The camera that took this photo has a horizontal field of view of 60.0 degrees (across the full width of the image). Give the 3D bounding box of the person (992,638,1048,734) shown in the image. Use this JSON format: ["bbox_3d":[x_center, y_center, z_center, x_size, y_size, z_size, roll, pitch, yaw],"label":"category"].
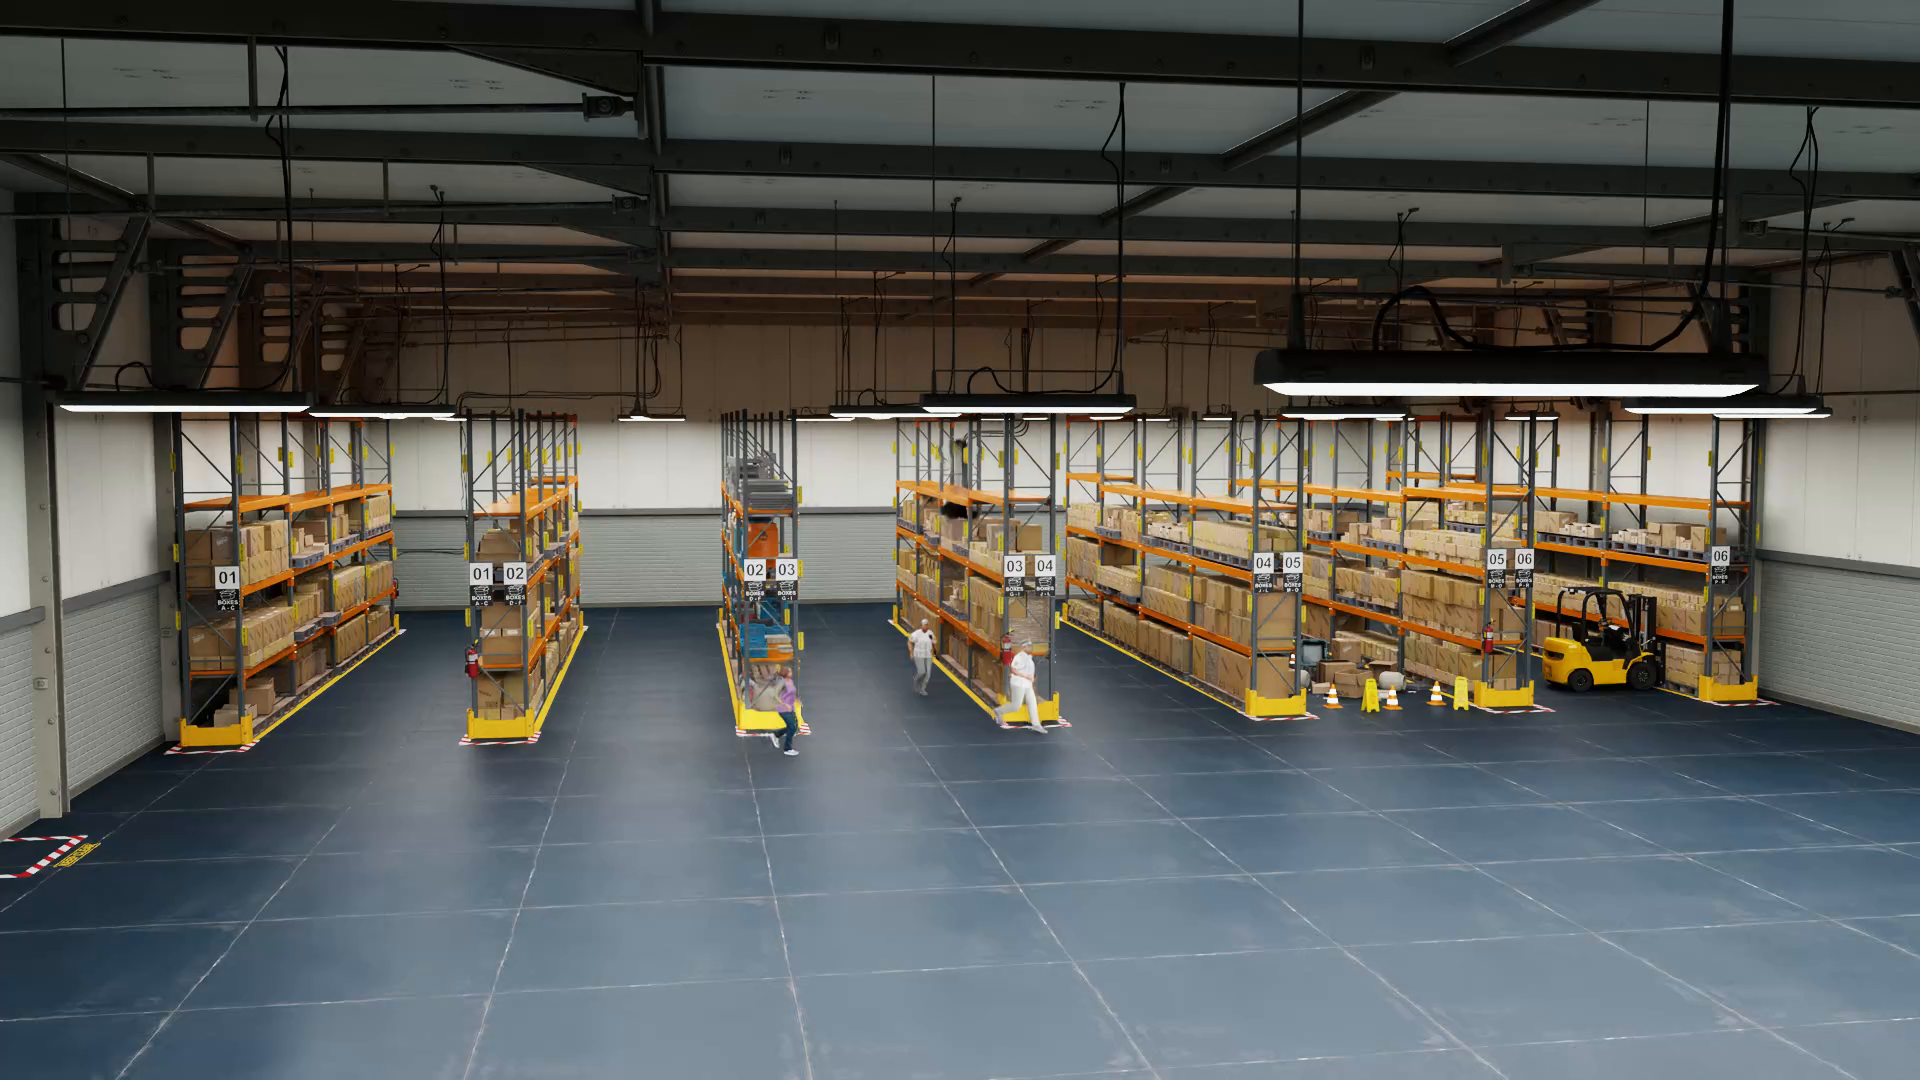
[{"bbox_3d":[1.143,2.686,30.855,1.111,1.757,0.674,2,5,32],"label":"person"}]

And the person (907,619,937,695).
[{"bbox_3d":[-0.758,2.467,34.977,0.588,1.619,0.645,-2,4,-21],"label":"person"}]

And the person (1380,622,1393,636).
[{"bbox_3d":[11.209,1.832,43.714,0.589,1.697,0.927,-1,4,-19],"label":"person"}]

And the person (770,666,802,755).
[{"bbox_3d":[-3.042,2.941,28.733,0.587,1.555,0.527,1,4,20],"label":"person"}]
